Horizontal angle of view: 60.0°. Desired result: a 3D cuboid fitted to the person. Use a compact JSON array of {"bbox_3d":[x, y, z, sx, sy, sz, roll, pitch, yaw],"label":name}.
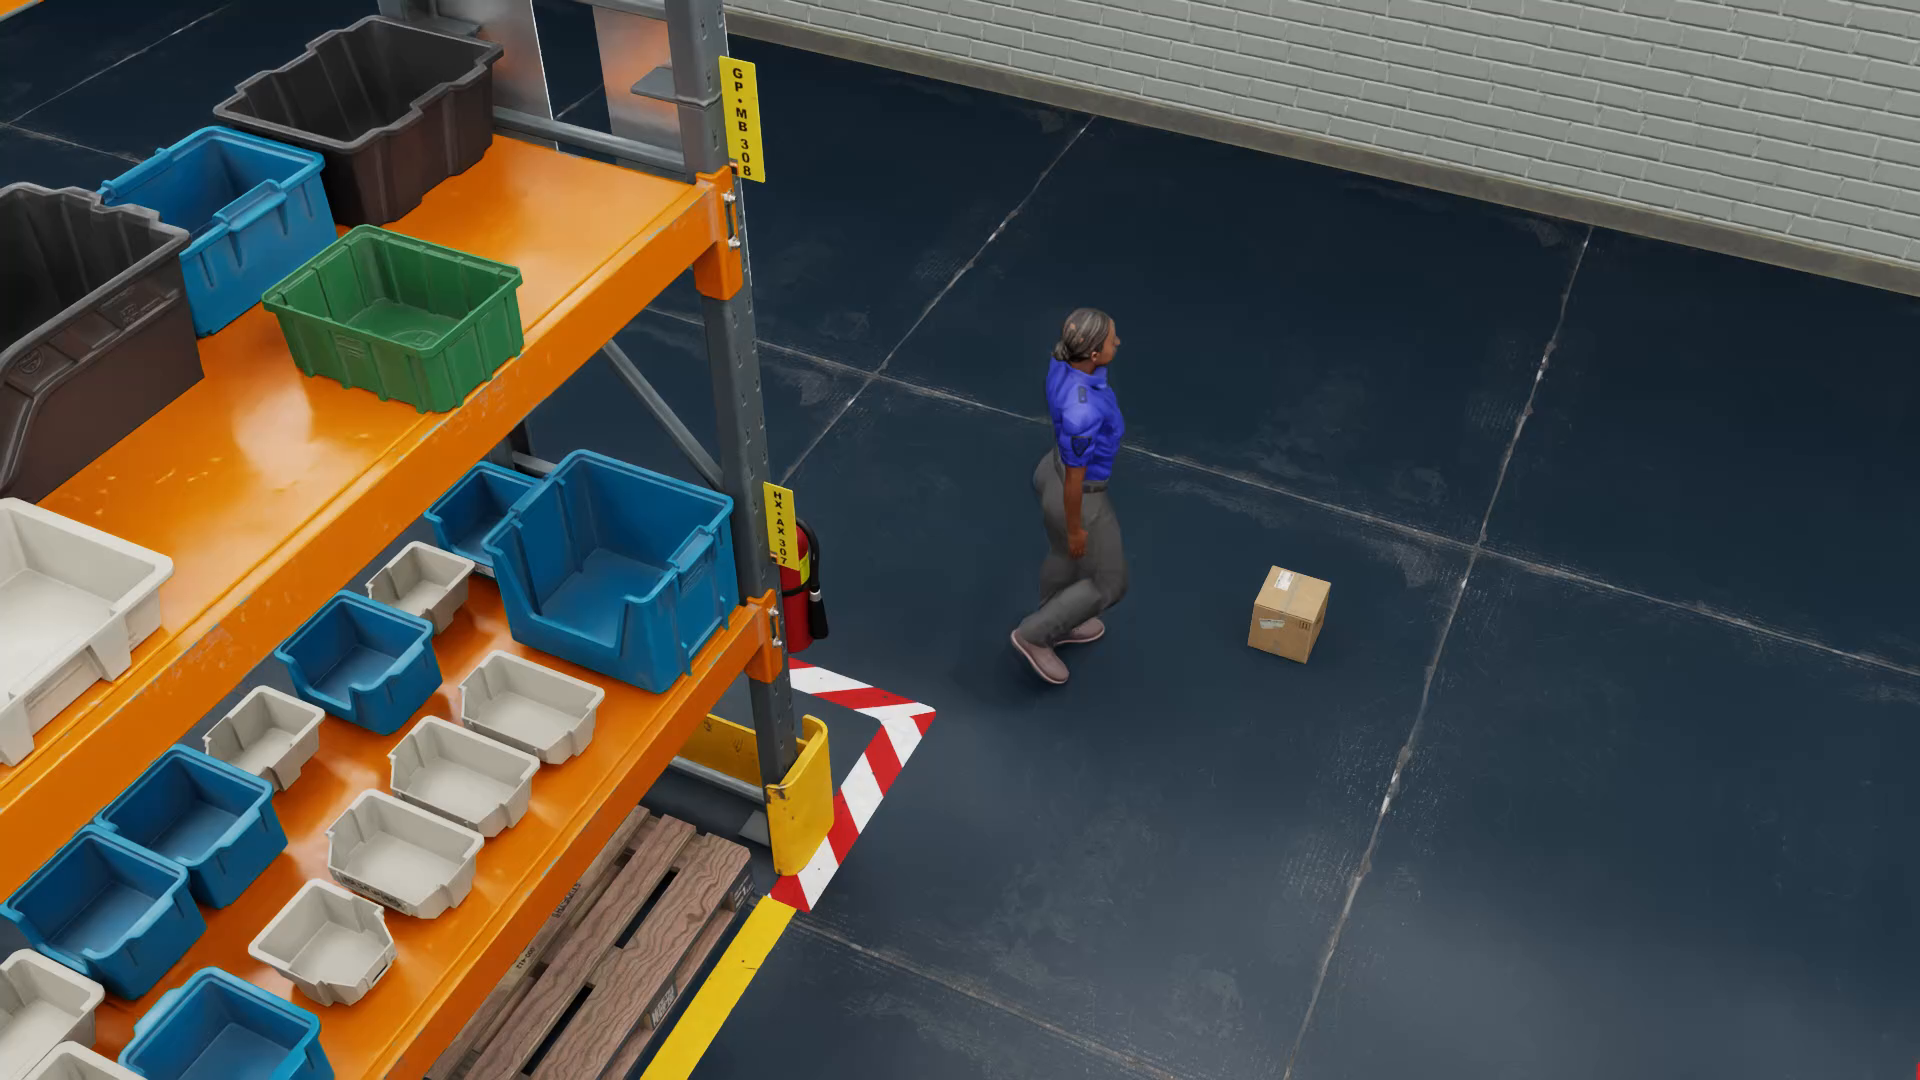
[{"bbox_3d":[0.411,-0.160,6.334,0.452,1.656,0.492,-5,43,-6],"label":"person"}]
